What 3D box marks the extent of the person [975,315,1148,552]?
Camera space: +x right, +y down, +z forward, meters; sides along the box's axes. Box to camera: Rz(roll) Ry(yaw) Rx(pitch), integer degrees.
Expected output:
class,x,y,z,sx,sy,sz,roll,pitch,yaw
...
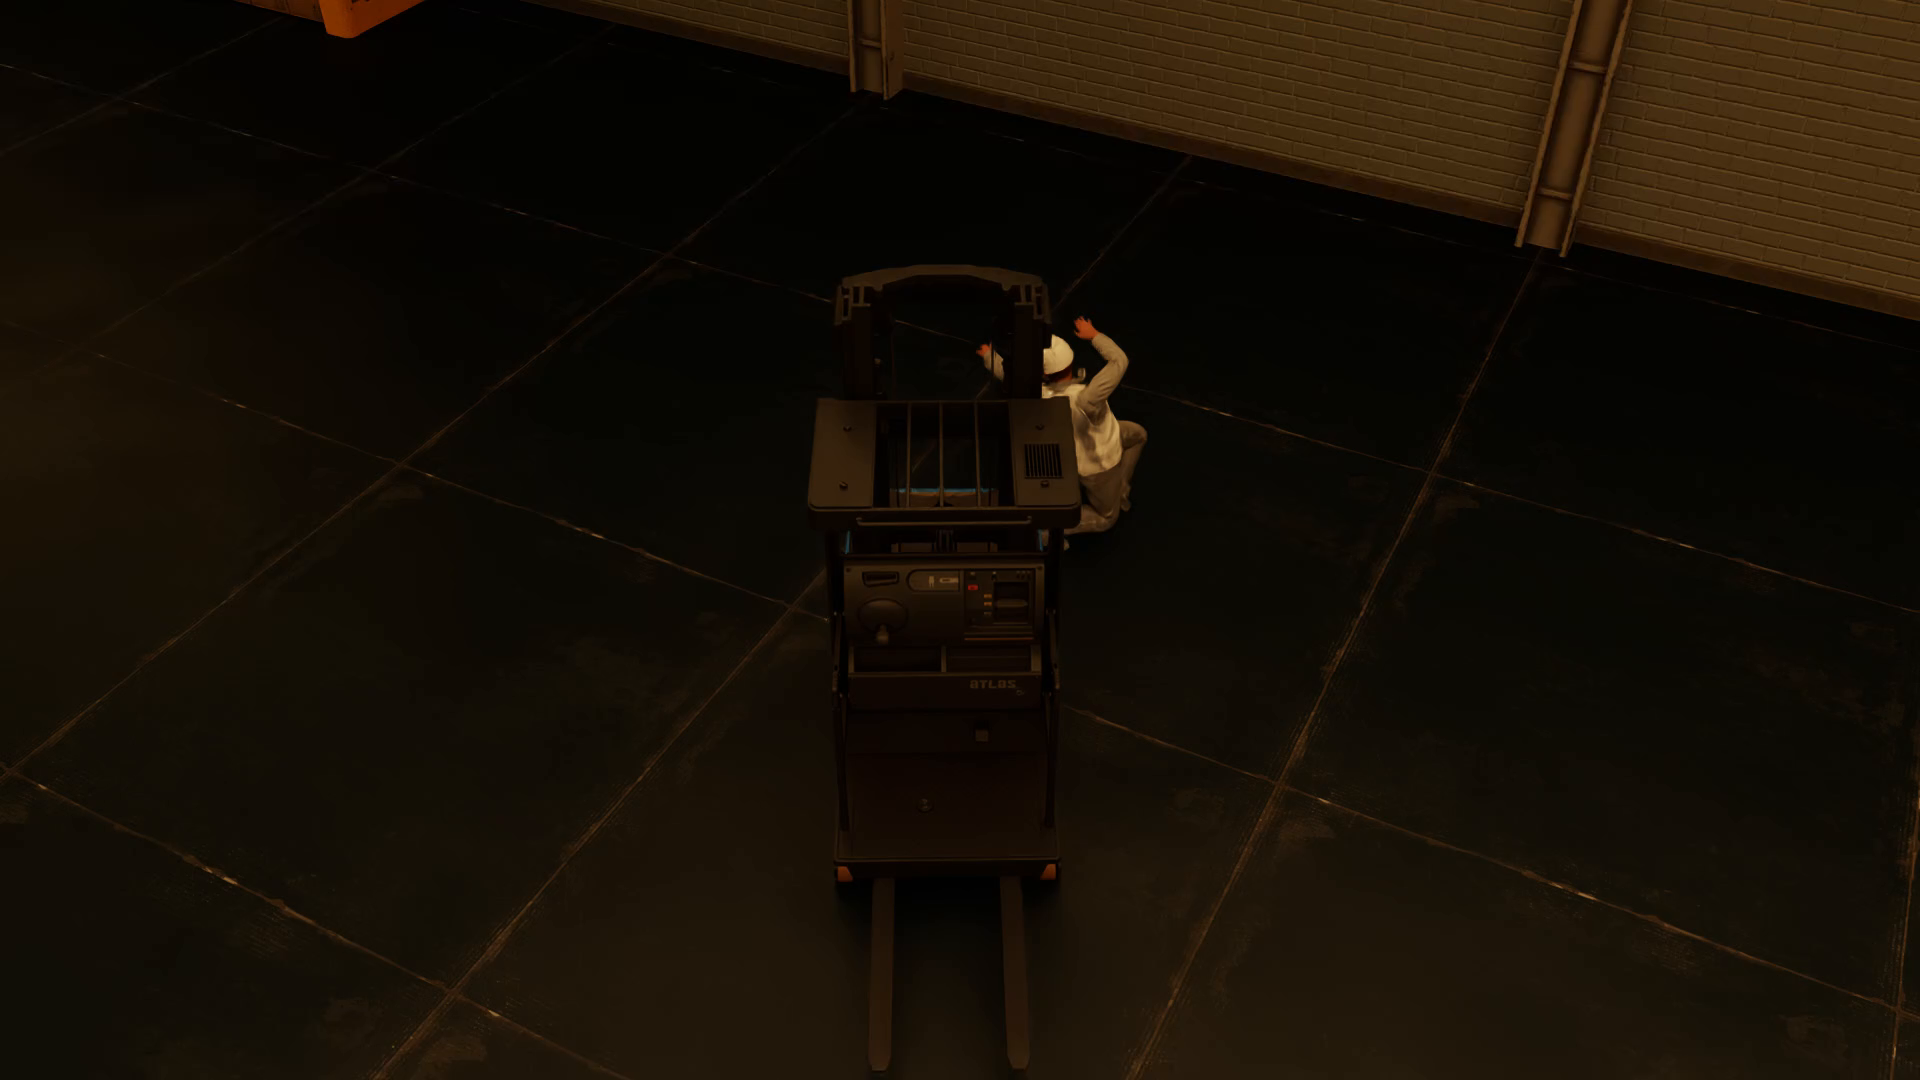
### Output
class,x,y,z,sx,sy,sz,roll,pitch,yaw
person,0.672,-0.761,10.044,0.896,1.494,1.042,-19,44,-21

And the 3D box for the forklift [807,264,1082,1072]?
class,x,y,z,sx,sy,sz,roll,pitch,yaw
forklift,-0.067,0.367,7.550,1.130,2.935,3.031,-1,40,-1
